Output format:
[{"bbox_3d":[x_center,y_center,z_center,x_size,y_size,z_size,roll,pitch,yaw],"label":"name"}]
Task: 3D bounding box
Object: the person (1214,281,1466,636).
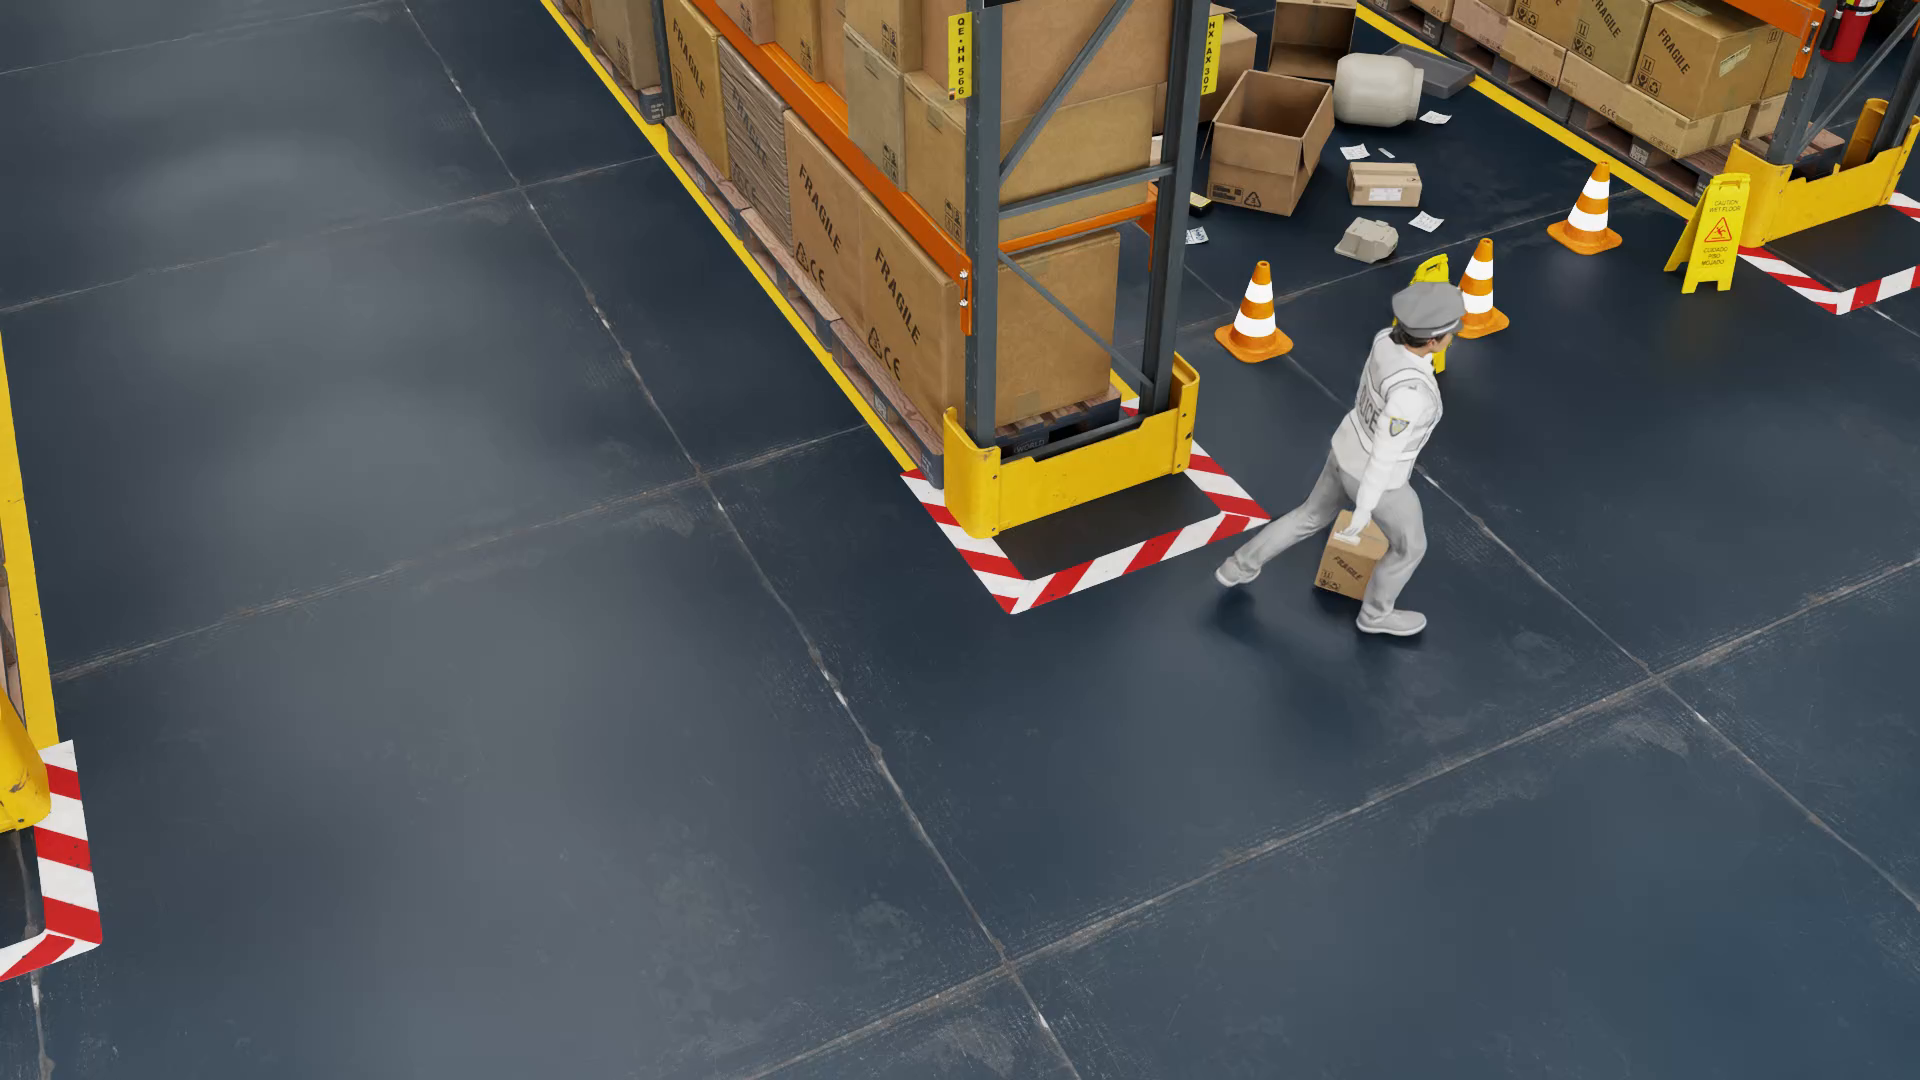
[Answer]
[{"bbox_3d":[1.511,-0.297,6.494,0.857,1.613,0.516,-3,42,-3],"label":"person"}]
